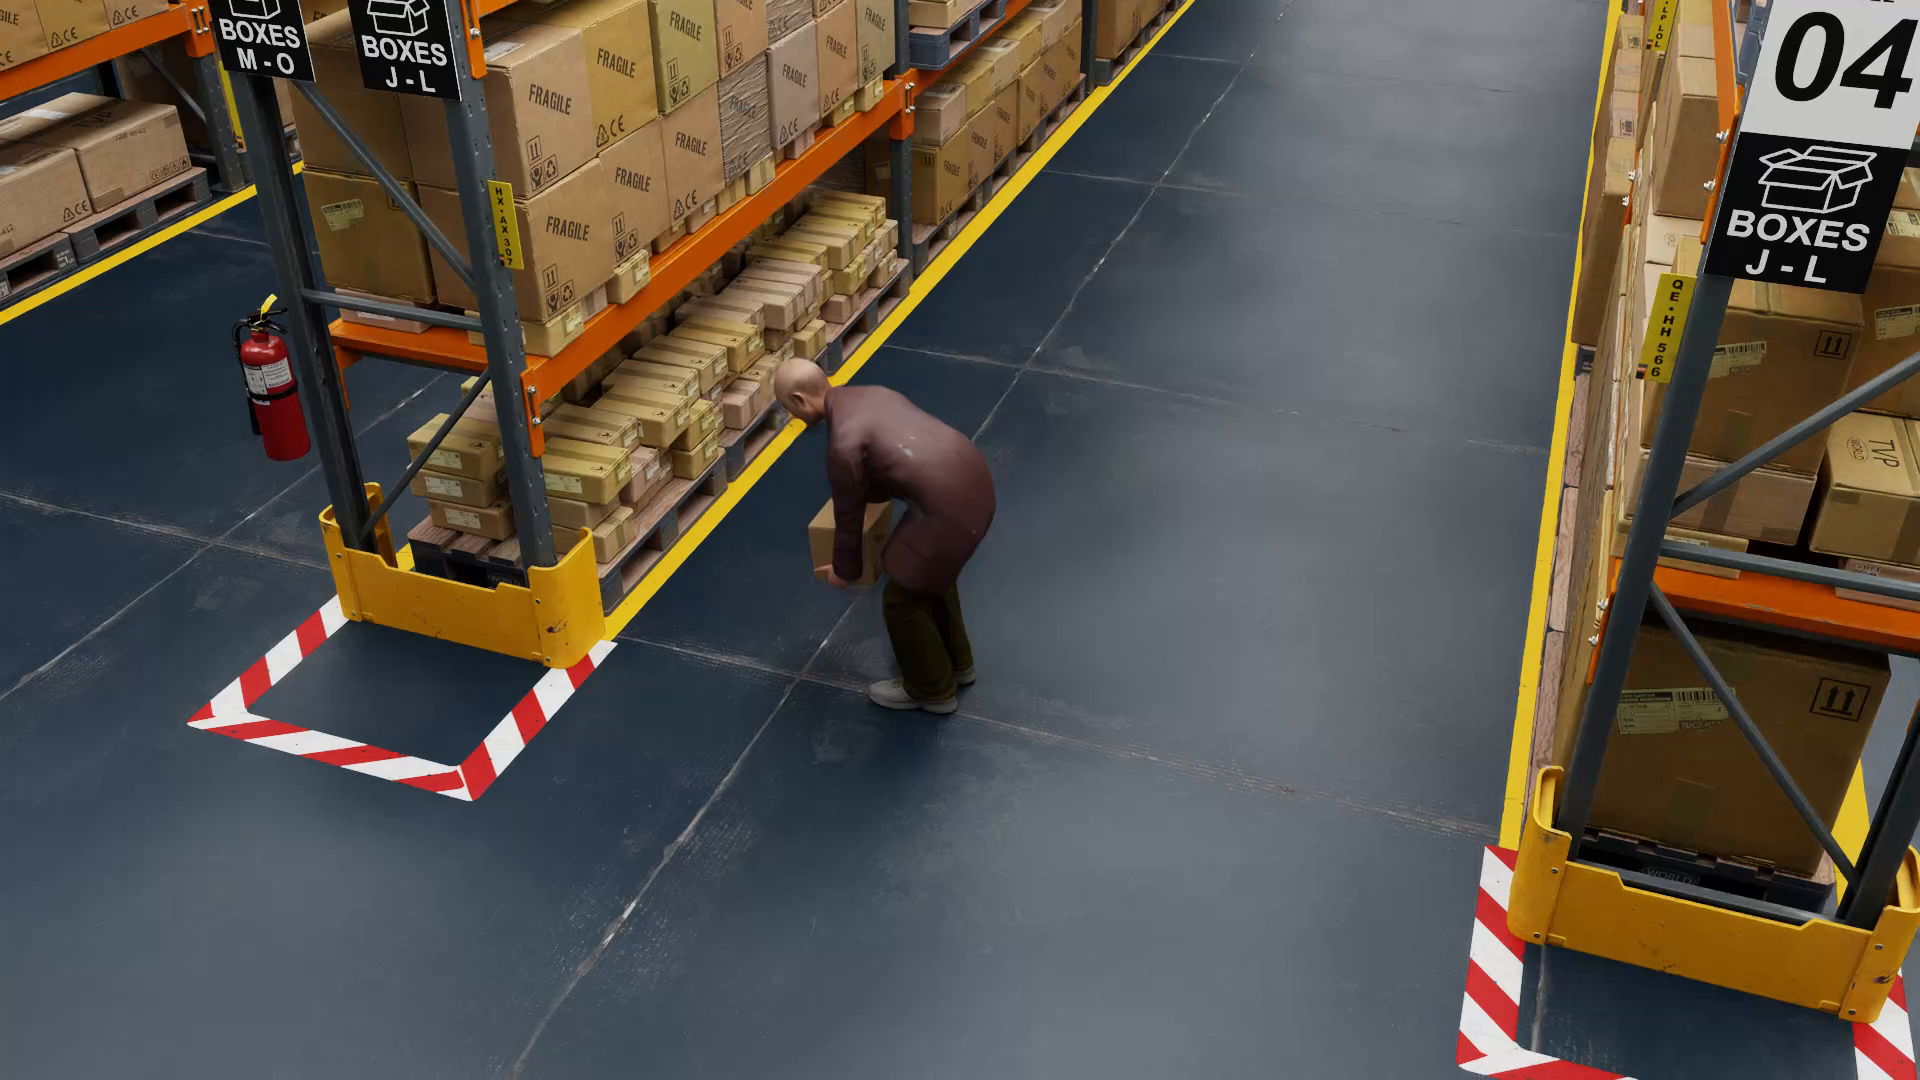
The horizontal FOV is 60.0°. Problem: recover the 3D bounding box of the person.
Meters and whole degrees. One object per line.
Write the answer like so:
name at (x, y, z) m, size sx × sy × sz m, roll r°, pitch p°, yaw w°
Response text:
person at (-0.287, -0.013, 6.500) m, size 0.859 × 1.428 × 0.541 m, roll 10°, pitch 34°, yaw 15°
